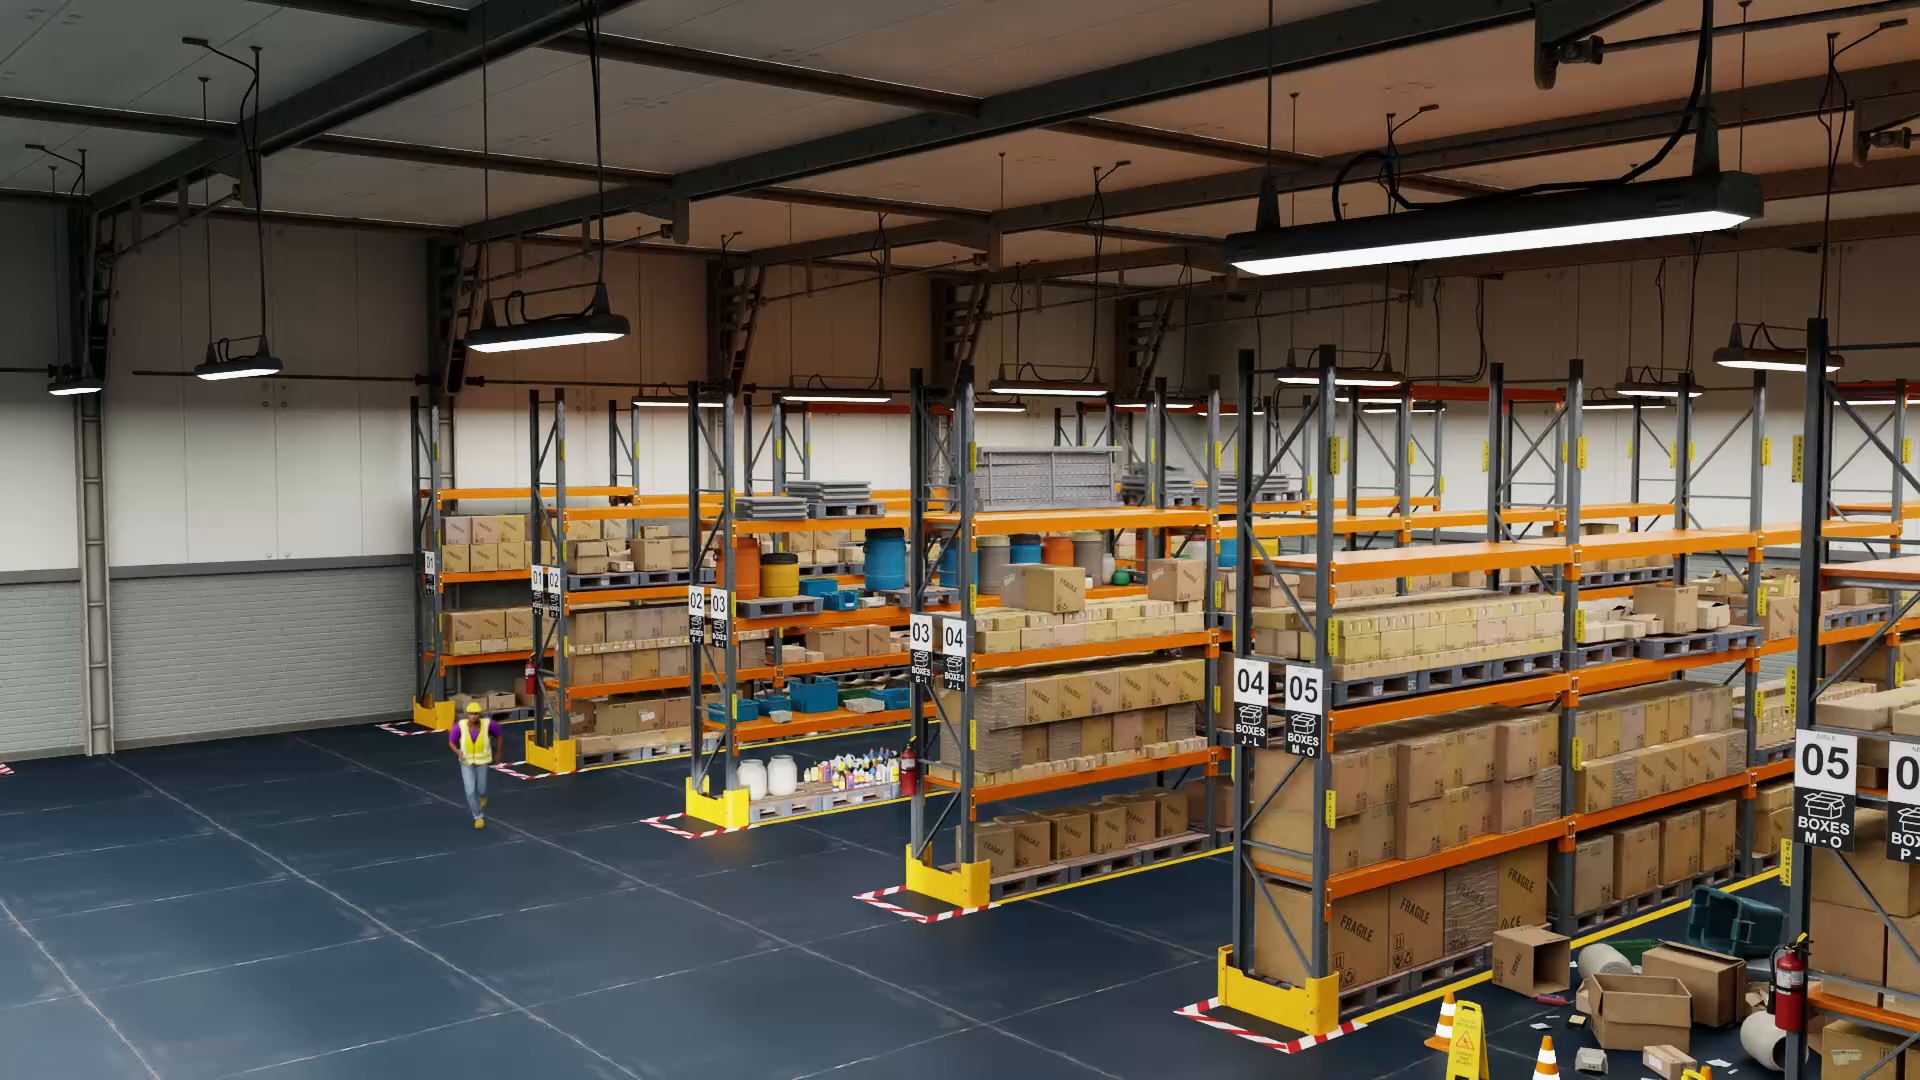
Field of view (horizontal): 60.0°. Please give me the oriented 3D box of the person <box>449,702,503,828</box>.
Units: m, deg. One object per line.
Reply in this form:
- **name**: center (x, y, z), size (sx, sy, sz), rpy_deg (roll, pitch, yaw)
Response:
- **person**: center (-6.509, 3.002, 22.365), size (0.686, 1.703, 0.735), rpy_deg (-1, 3, -10)
